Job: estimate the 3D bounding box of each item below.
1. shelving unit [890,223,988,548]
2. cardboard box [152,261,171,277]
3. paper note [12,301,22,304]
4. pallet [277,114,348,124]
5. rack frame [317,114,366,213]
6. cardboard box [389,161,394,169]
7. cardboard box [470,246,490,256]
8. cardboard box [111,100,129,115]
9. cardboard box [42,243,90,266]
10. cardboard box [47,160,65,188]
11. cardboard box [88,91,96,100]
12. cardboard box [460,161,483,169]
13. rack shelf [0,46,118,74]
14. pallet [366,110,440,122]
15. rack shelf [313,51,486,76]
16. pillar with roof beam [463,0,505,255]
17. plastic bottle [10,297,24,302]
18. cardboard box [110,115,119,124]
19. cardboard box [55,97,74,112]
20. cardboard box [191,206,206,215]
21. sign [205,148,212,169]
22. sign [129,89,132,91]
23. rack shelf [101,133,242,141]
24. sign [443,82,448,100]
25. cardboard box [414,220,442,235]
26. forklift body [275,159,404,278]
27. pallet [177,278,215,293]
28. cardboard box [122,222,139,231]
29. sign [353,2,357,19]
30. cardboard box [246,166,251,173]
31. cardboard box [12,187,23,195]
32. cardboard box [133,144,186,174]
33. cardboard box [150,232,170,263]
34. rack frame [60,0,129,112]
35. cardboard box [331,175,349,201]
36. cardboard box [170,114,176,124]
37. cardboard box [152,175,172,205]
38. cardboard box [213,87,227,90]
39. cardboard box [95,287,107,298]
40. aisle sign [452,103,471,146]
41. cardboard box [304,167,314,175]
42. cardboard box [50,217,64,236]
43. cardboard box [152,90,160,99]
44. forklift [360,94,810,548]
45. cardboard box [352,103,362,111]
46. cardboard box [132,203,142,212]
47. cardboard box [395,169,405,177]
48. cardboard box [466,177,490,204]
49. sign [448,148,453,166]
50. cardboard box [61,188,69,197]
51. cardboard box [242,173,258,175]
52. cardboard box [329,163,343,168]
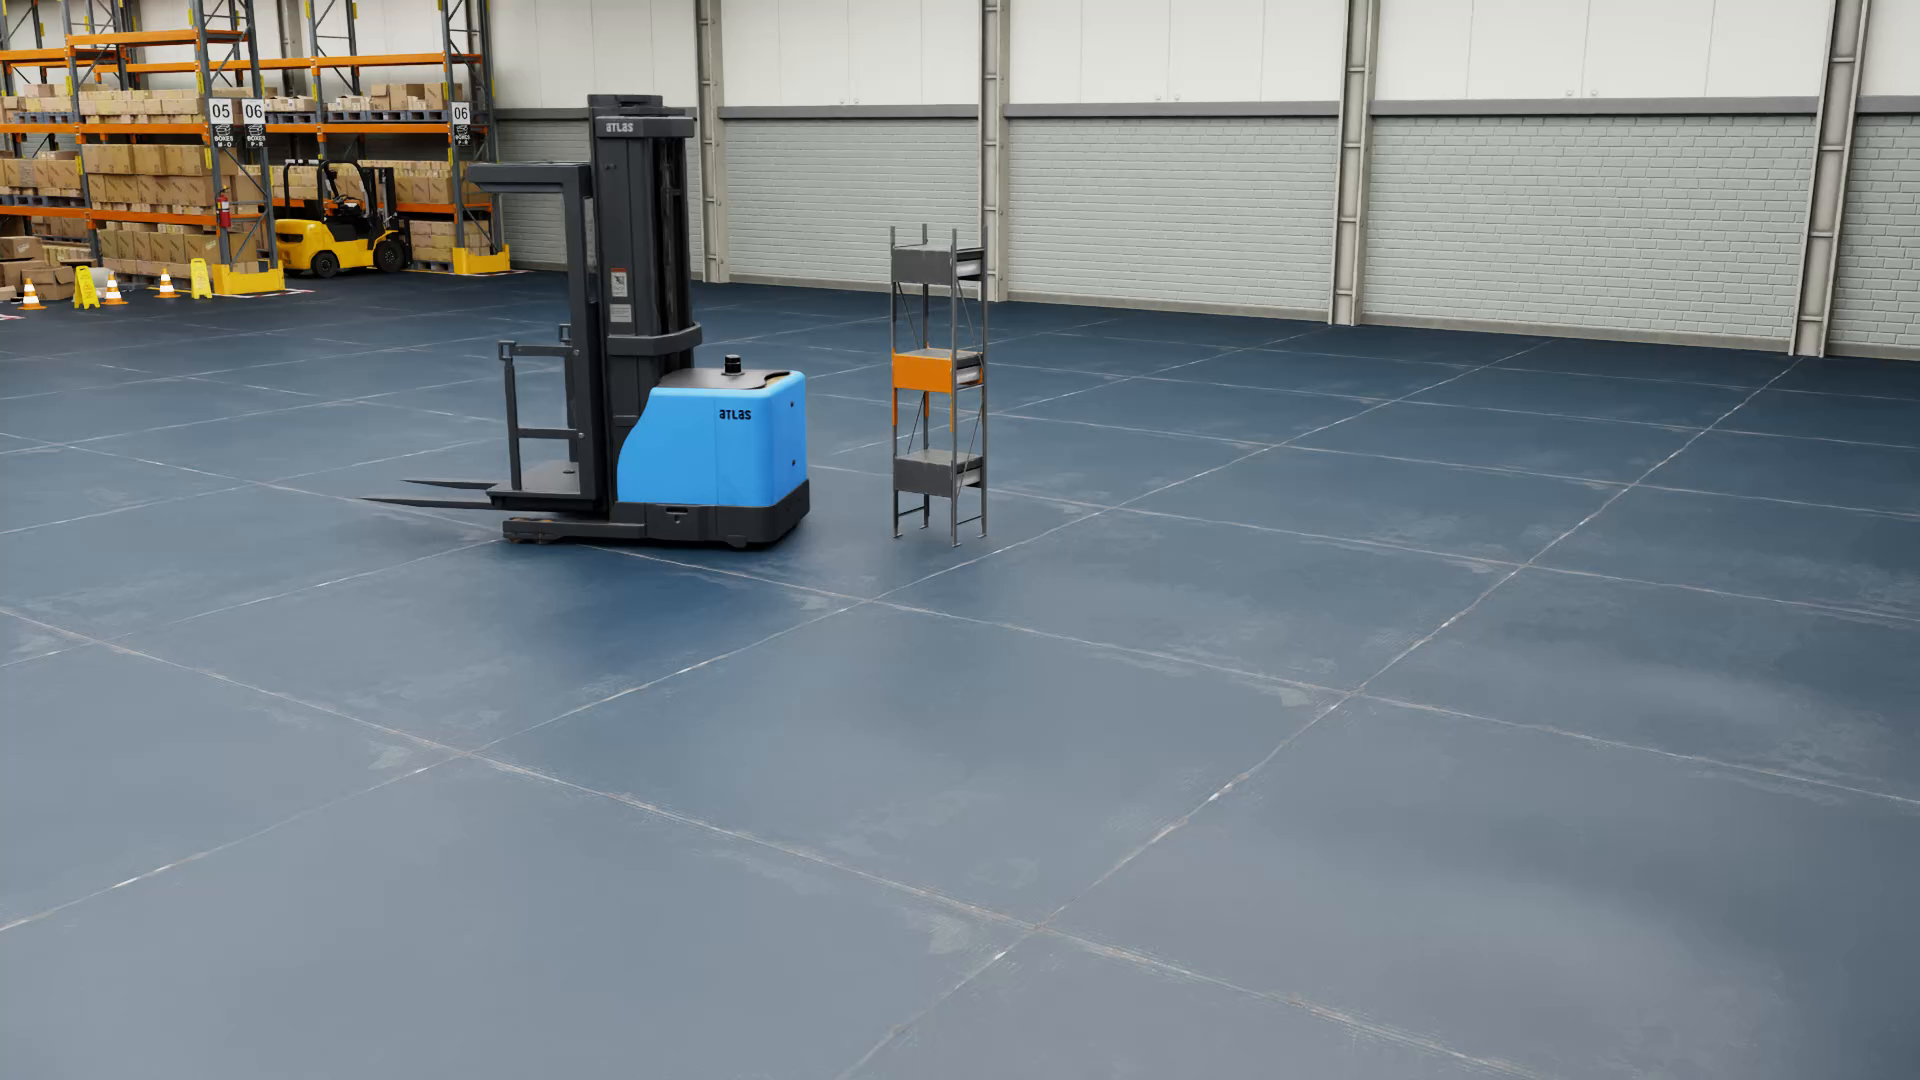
[{"bbox_3d":[-0.137,-1.041,11.161,0.503,2.100,0.431,9,17,33],"label":"shelving unit"},{"bbox_3d":[-13.795,-4.769,29.195,0.500,0.250,0.500,8,16,31],"label":"cardboard box"},{"bbox_3d":[-15.109,-3.806,26.637,0.144,0.017,0.142,-10,17,-35],"label":"paper note"},{"bbox_3d":[-13.402,-8.711,34.425,1.217,0.209,0.805,8,16,31],"label":"pallet"},{"bbox_3d":[-12.663,-7.232,34.295,0.127,3.000,1.000,9,17,33],"label":"rack frame"},{"bbox_3d":[-11.035,-7.414,32.853,0.250,0.149,0.380,9,17,34],"label":"cardboard box"},{"bbox_3d":[-9.642,-5.669,32.831,0.500,0.250,0.500,9,17,33],"label":"cardboard box"},{"bbox_3d":[-14.376,-7.519,28.904,0.500,0.250,0.500,9,17,33],"label":"cardboard box"},{"bbox_3d":[-17.043,-5.428,31.604,0.625,0.372,0.950,10,17,35],"label":"cardboard box"},{"bbox_3d":[-16.354,-6.721,30.530,0.500,0.500,0.500,9,17,33],"label":"cardboard box"},{"bbox_3d":[-15.119,-7.826,29.318,0.250,0.149,0.380,10,17,34],"label":"cardboard box"},{"bbox_3d":[-9.503,-7.291,32.356,0.250,0.149,0.380,9,16,32],"label":"cardboard box"},{"bbox_3d":[-17.090,-8.879,30.792,4.000,0.370,1.077,9,17,33],"label":"rack shelf"},{"bbox_3d":[-10.933,-8.372,32.842,1.213,0.211,1.003,9,17,33],"label":"pallet"},{"bbox_3d":[-11.003,-9.332,32.625,4.000,0.370,1.077,9,17,33],"label":"rack shelf"},{"bbox_3d":[-11.821,-9.022,29.043,0.400,9.000,9.100,9,17,33],"label":"pillar with roof beam"},{"bbox_3d":[-15.273,-3.895,26.932,0.283,0.061,0.133,3,14,14],"label":"plastic bottle"},{"bbox_3d":[-14.669,-7.386,29.198,0.250,0.149,0.380,10,17,34],"label":"cardboard box"},{"bbox_3d":[-15.996,-7.878,30.102,0.500,0.250,0.500,9,16,32],"label":"cardboard box"},{"bbox_3d":[-12.813,-5.603,28.236,0.250,0.149,0.380,9,16,32],"label":"cardboard box"},{"bbox_3d":[-12.437,-6.313,27.515,0.005,0.325,0.100,9,17,33],"label":"sign"},{"bbox_3d":[-15.134,-8.058,30.313,0.005,0.325,0.100,9,17,33],"label":"sign"},{"bbox_3d":[-17.642,-9.143,37.271,4.000,0.370,1.077,9,17,33],"label":"rack shelf"},{"bbox_3d":[-9.658,-8.436,31.241,0.005,0.325,0.100,9,17,33],"label":"sign"},{"bbox_3d":[-10.327,-6.117,32.558,0.500,0.250,0.500,10,17,34],"label":"cardboard box"},{"bbox_3d":[-11.935,-6.174,31.788,1.214,2.155,2.313,9,17,33],"label":"forklift body"},{"bbox_3d":[-12.828,-4.478,28.973,1.213,0.211,1.003,9,17,33],"label":"pallet"},{"bbox_3d":[-14.594,-5.559,29.477,0.250,0.149,0.380,10,17,35],"label":"cardboard box"},{"bbox_3d":[-12.333,-10.782,33.876,0.005,0.325,0.100,9,17,33],"label":"sign"},{"bbox_3d":[-14.983,-7.905,35.456,0.250,0.149,0.380,9,17,33],"label":"cardboard box"},{"bbox_3d":[-17.706,-6.631,31.517,0.250,0.149,0.380,10,17,36],"label":"cardboard box"},{"bbox_3d":[-13.890,-6.620,28.917,0.500,0.500,0.700,9,17,32],"label":"cardboard box"},{"bbox_3d":[-13.771,-5.132,29.101,0.500,0.500,0.500,9,16,32],"label":"cardboard box"},{"bbox_3d":[-15.430,-9.154,29.574,0.127,3.000,1.000,9,17,33],"label":"rack frame"},{"bbox_3d":[-12.440,-7.169,33.832,0.500,0.500,0.500,9,16,31],"label":"cardboard box"},{"bbox_3d":[-13.162,-7.148,28.236,0.250,0.149,0.380,9,17,33],"label":"cardboard box"},{"bbox_3d":[-13.541,-6.052,28.701,0.500,0.500,0.500,9,17,33],"label":"cardboard box"},{"bbox_3d":[-15.517,-9.379,35.438,0.500,0.500,0.500,9,17,33],"label":"cardboard box"},{"bbox_3d":[-14.325,-4.094,27.553,0.380,0.149,0.250,-7,15,-25],"label":"cardboard box"},{"bbox_3d":[-9.453,-7.890,31.543,0.004,0.787,0.394,9,17,33],"label":"aisle sign"},{"bbox_3d":[-13.295,-7.628,34.336,0.250,0.149,0.380,9,16,32],"label":"cardboard box"},{"bbox_3d":[-21.478,-7.608,40.144,0.500,0.500,0.700,10,17,35],"label":"cardboard box"},{"bbox_3d":[-13.554,-7.605,28.421,0.250,0.149,0.380,9,16,31],"label":"cardboard box"},{"bbox_3d":[-2.635,-1.517,11.351,3.031,2.935,1.130,2,14,9],"label":"forklift"},{"bbox_3d":[-11.822,-8.595,32.998,0.250,0.149,0.380,10,17,34],"label":"cardboard box"},{"bbox_3d":[-14.291,-5.840,29.195,0.250,0.149,0.380,9,17,33],"label":"cardboard box"},{"bbox_3d":[-10.866,-7.217,32.675,0.250,0.149,0.380,9,17,33],"label":"cardboard box"},{"bbox_3d":[-9.600,-6.866,32.608,0.500,0.500,0.500,10,17,35],"label":"cardboard box"},{"bbox_3d":[-9.658,-7.266,31.531,0.005,0.325,0.100,9,17,33],"label":"sign"},{"bbox_3d":[-16.220,-6.376,30.488,0.250,0.149,0.380,9,16,31],"label":"cardboard box"},{"bbox_3d":[-14.911,-7.689,35.412,0.500,0.250,0.500,9,16,31],"label":"cardboard box"},{"bbox_3d":[-12.564,-7.638,33.758,0.250,0.149,0.380,10,17,34],"label":"cardboard box"}]
